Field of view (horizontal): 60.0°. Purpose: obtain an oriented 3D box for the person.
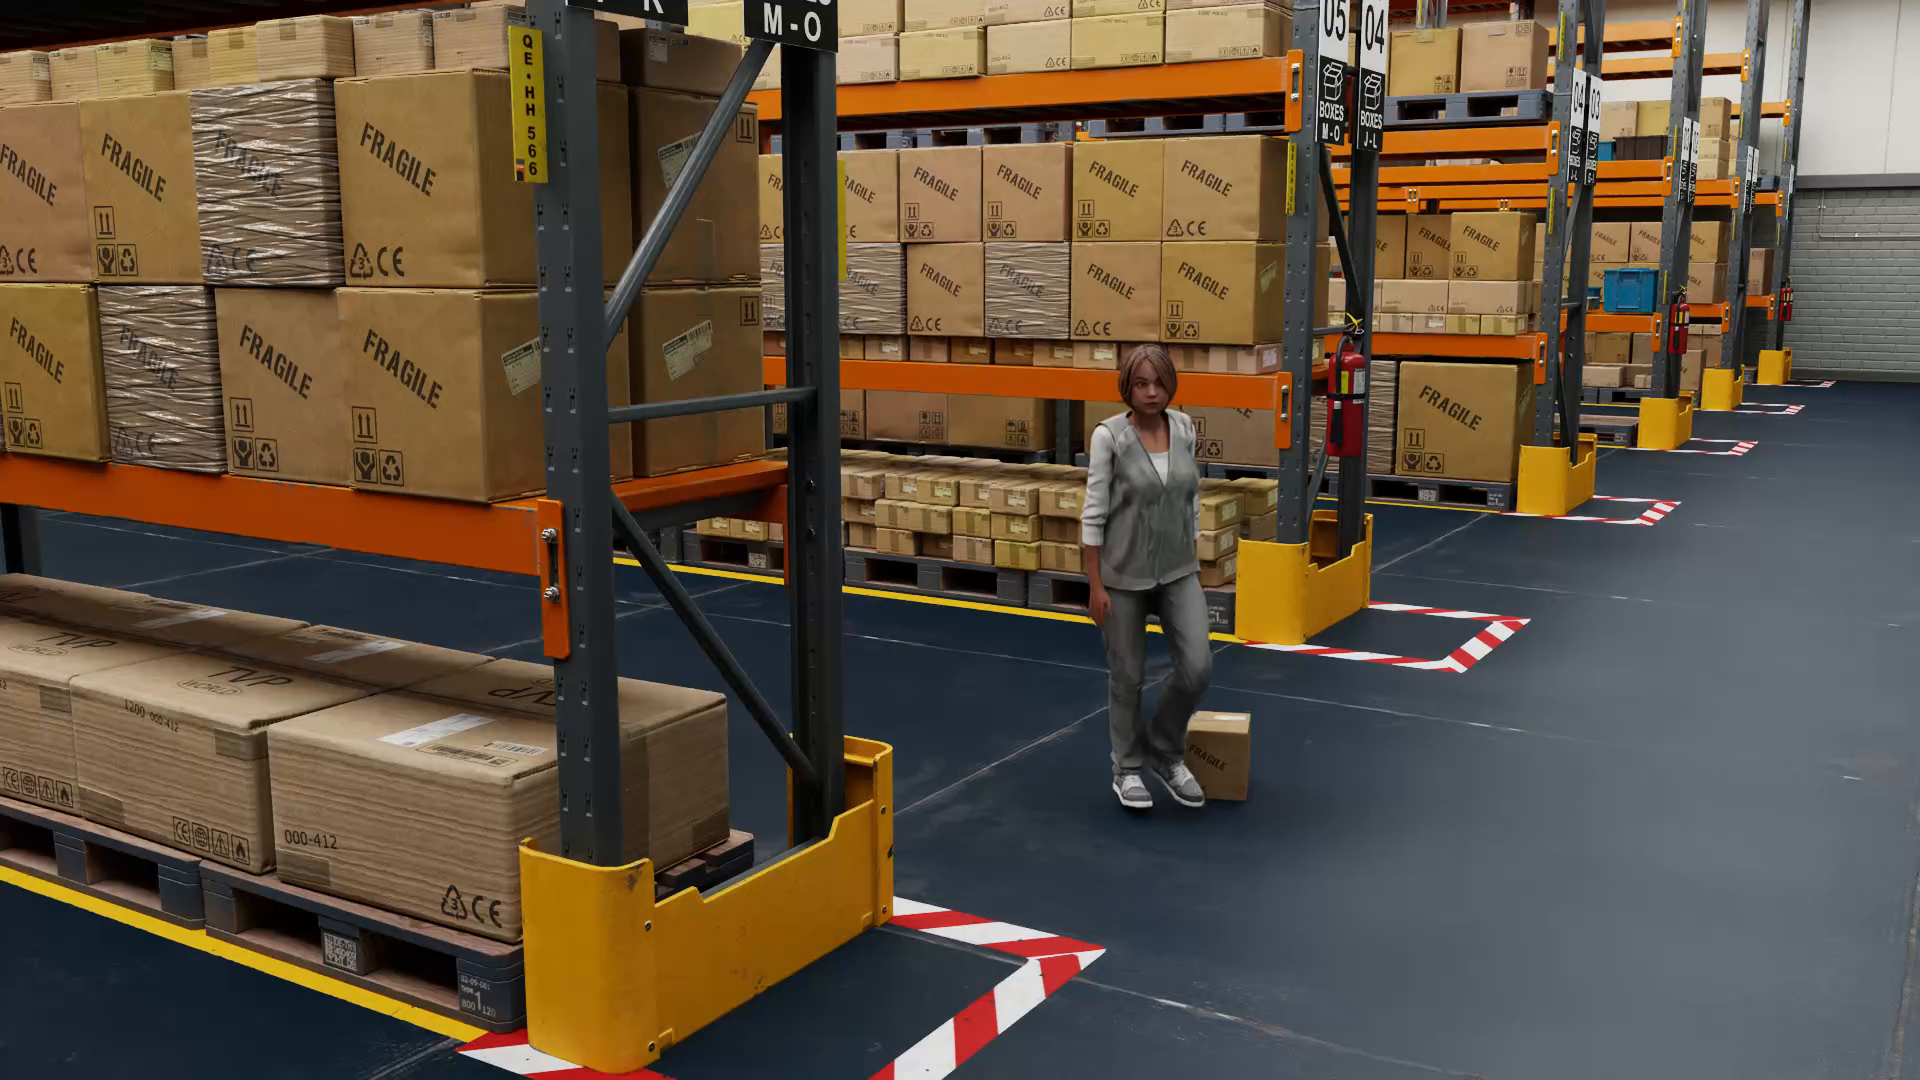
[{"bbox_3d":[0.603,0.136,5.521,0.442,1.580,0.475,-2,10,-11],"label":"person"}]
